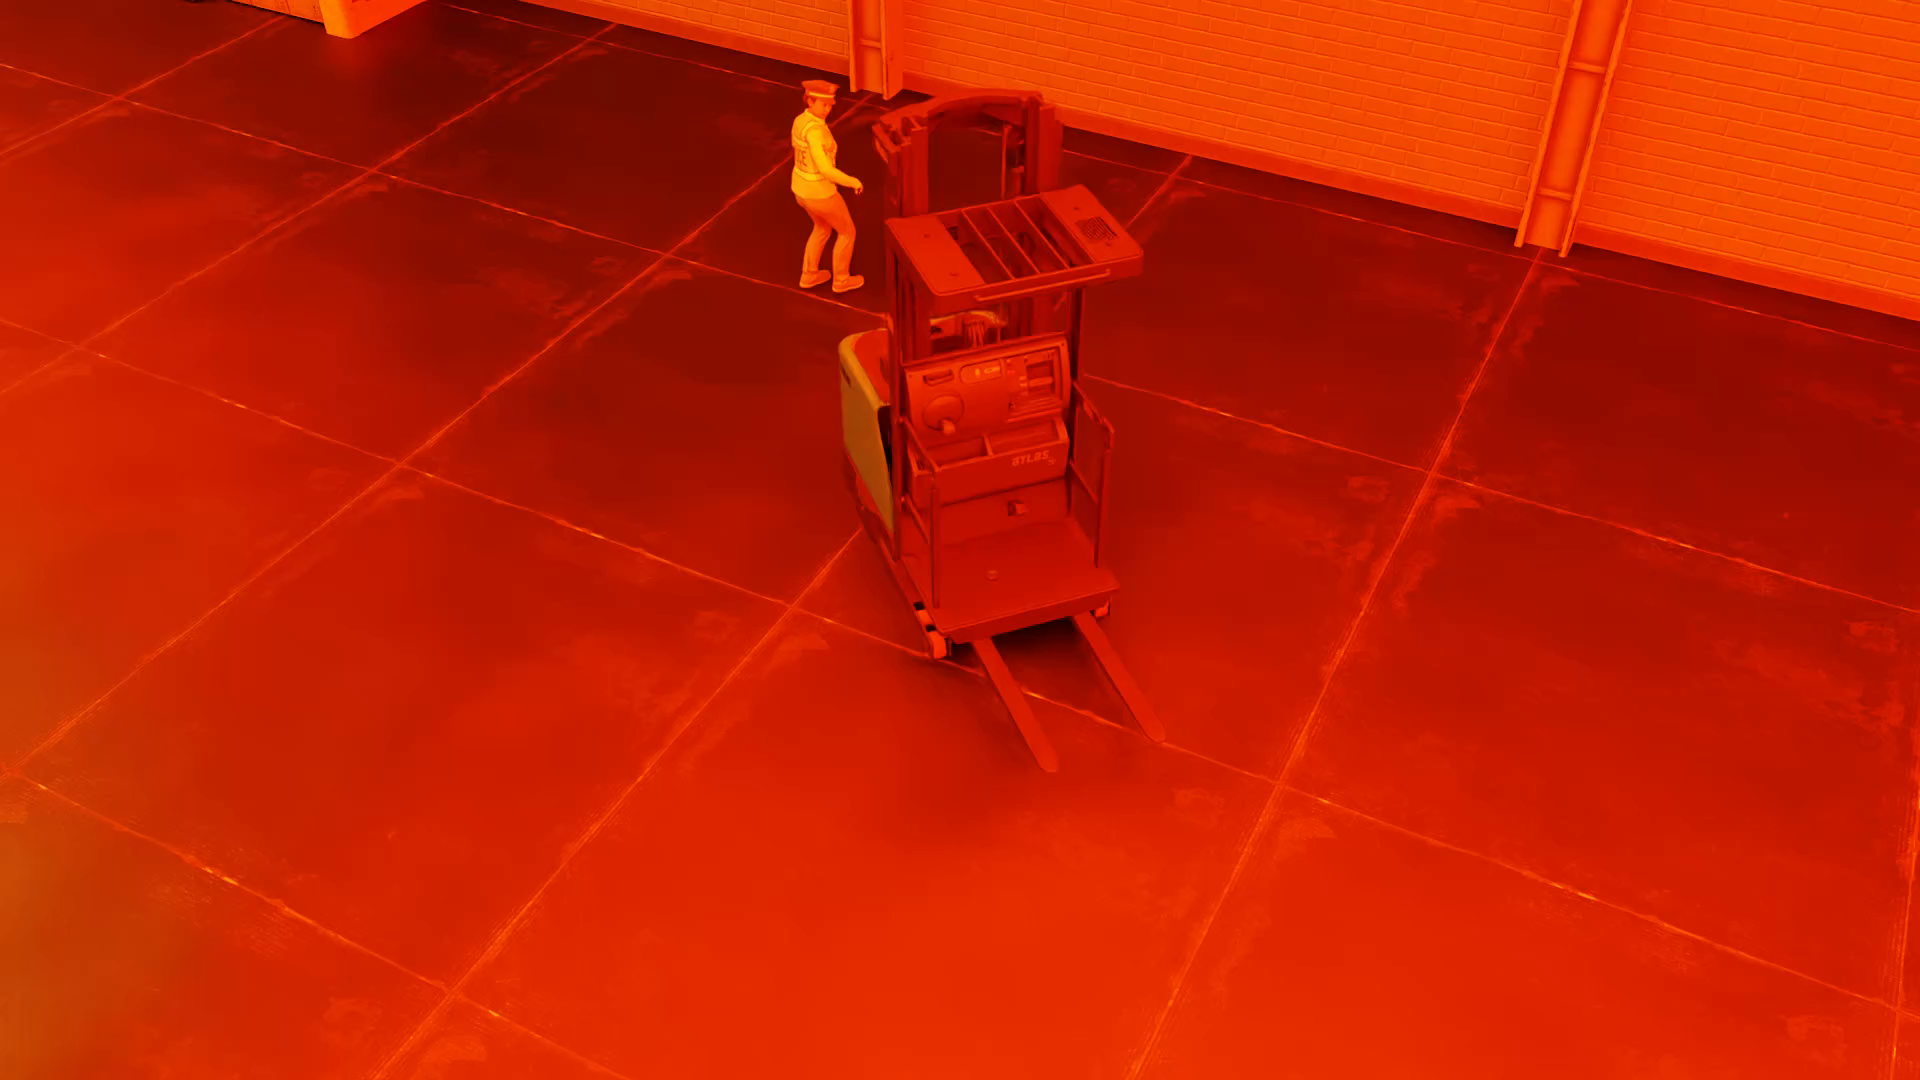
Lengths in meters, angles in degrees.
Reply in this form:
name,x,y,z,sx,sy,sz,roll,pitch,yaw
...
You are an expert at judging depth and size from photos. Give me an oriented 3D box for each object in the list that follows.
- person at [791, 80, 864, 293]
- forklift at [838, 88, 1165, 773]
name,x,y,z,sx,sy,sz,roll,pitch,yaw
person,-0.992,-2.552,12.046,0.482,1.632,0.712,-22,45,-24
forklift,0.235,-0.749,8.875,1.130,2.935,3.031,-13,42,-15
